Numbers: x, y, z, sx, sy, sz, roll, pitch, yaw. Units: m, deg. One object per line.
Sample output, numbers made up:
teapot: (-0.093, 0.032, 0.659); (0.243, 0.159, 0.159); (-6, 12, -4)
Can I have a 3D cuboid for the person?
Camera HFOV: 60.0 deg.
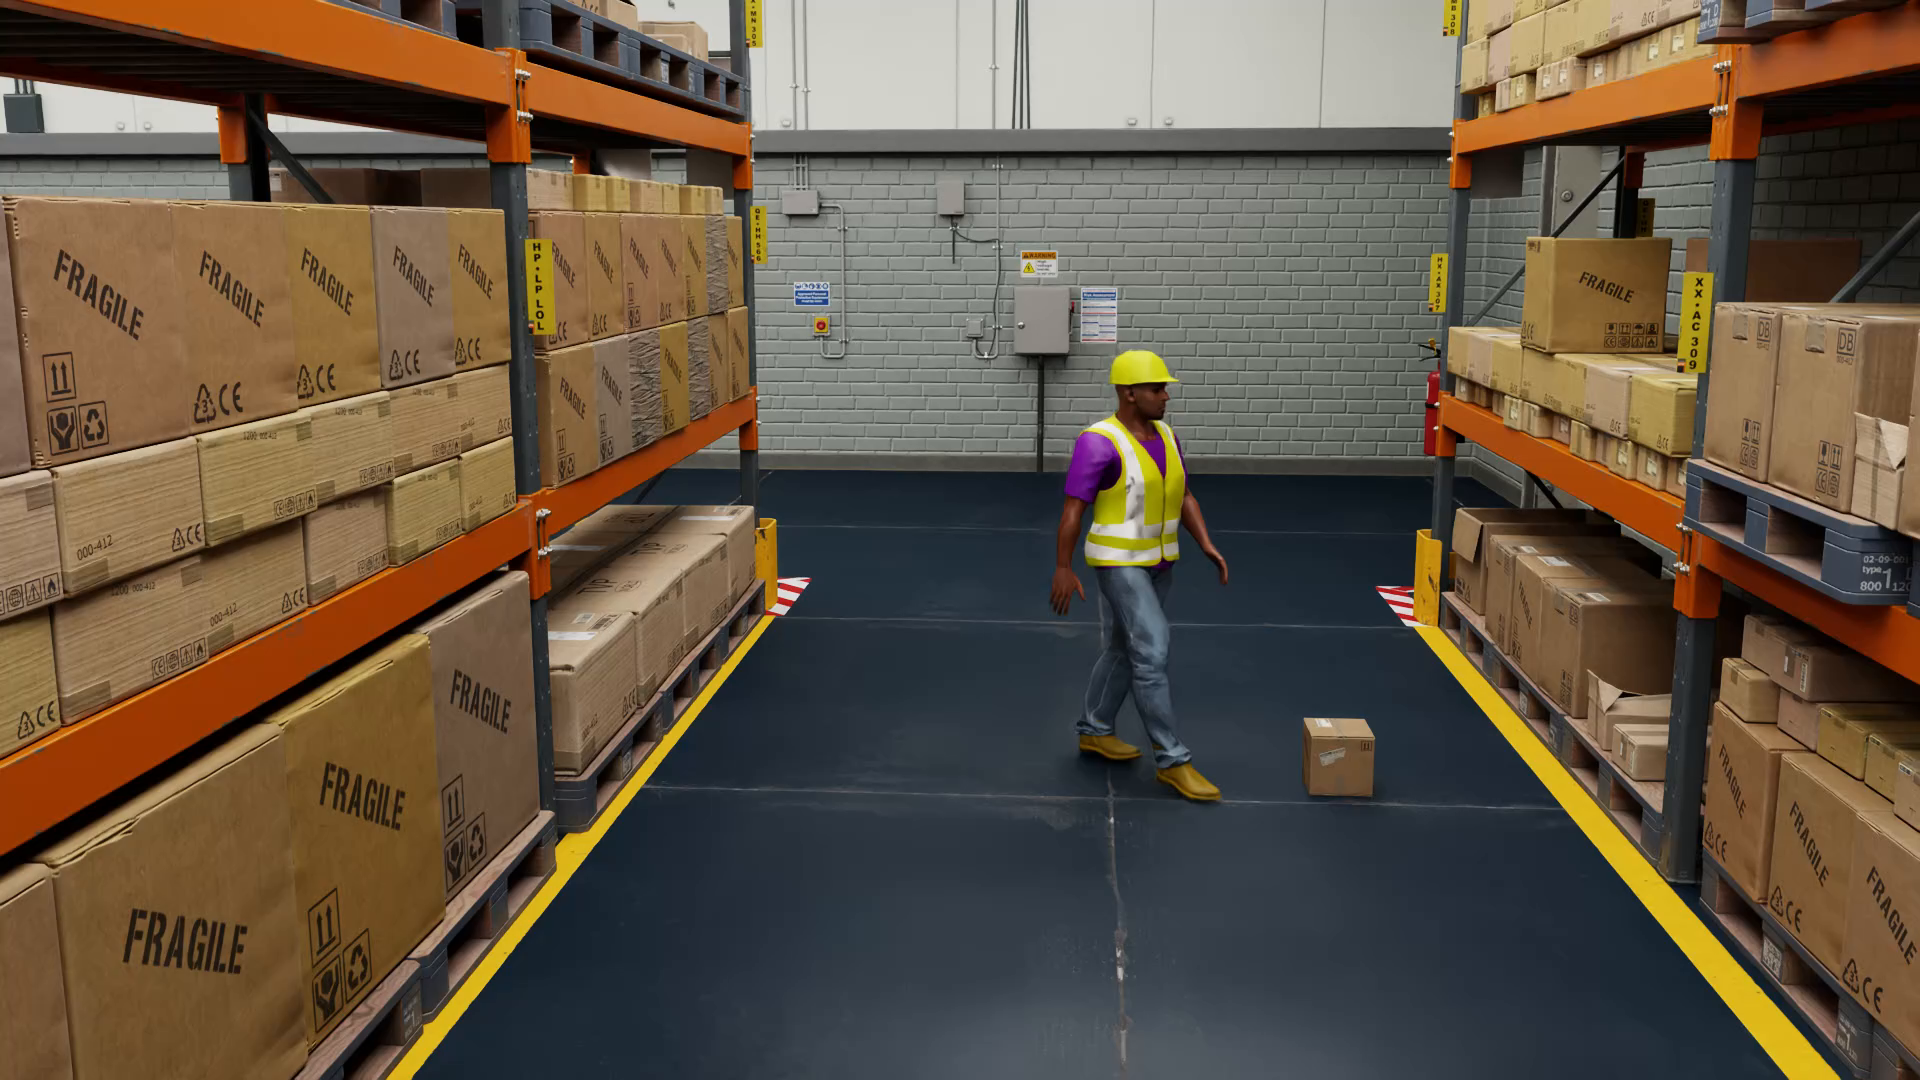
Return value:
person: (0.792, 0.109, 6.764); (0.842, 1.738, 0.678); (10, 14, 42)
